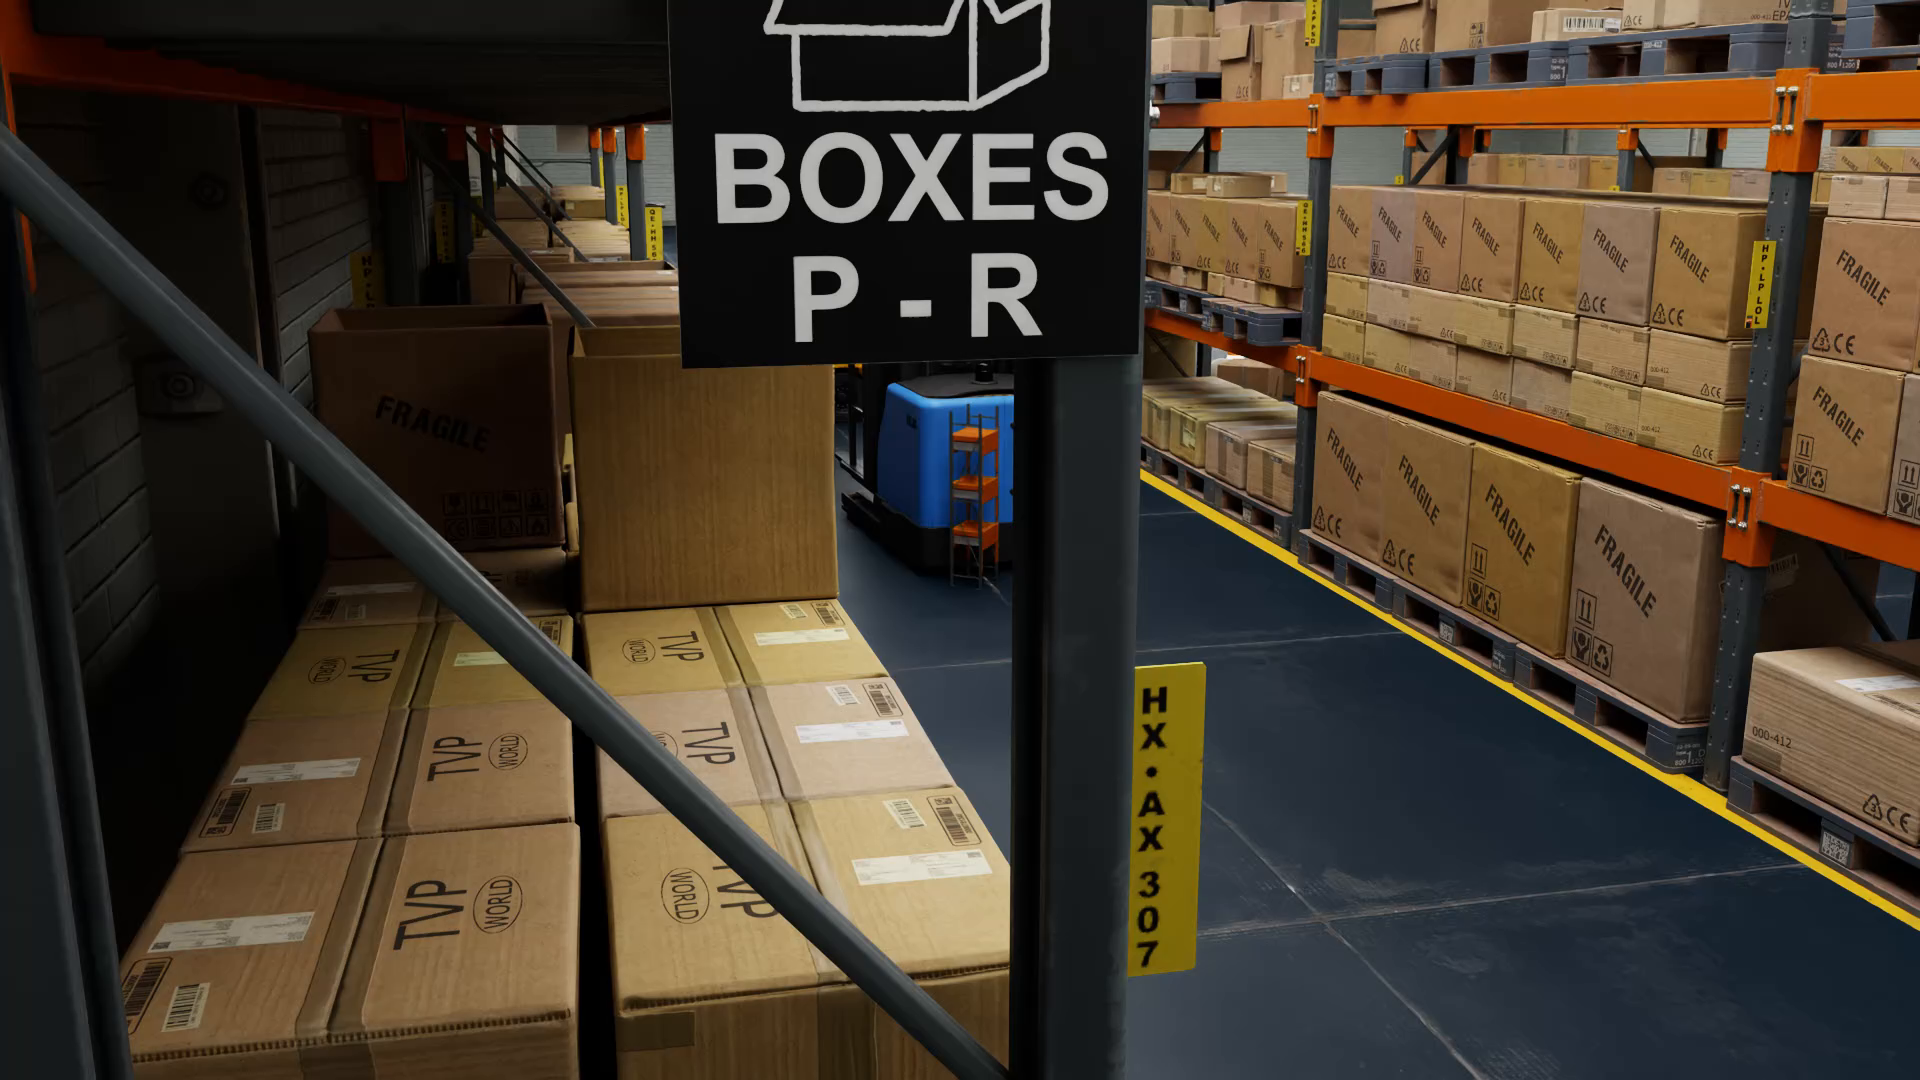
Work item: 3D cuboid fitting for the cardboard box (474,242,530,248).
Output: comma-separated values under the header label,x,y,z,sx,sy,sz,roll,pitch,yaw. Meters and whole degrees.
label,x,y,z,sx,sy,sz,roll,pitch,yaw
cardboard box,-2.787,-1.713,10.040,0.380,0.149,0.250,-4,14,-14

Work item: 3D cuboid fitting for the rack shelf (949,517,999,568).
label,x,y,z,sx,sy,sz,roll,pitch,yaw
rack shelf,0.085,0.026,9.803,0.215,0.259,0.240,7,17,24

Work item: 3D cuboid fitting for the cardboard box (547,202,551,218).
label,x,y,z,sx,sy,sz,roll,pitch,yaw
cardboard box,-4.148,-3.178,16.039,0.380,0.149,0.250,-3,14,-13

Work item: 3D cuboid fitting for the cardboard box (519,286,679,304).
label,x,y,z,sx,sy,sz,roll,pitch,yaw
cardboard box,-1.295,-0.689,6.330,0.700,0.500,0.500,-3,14,-13

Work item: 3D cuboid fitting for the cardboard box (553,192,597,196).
label,x,y,z,sx,sy,sz,roll,pitch,yaw
cardboard box,-3.322,-2.929,14.392,0.380,0.149,0.250,-3,14,-13

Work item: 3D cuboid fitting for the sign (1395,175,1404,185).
label,x,y,z,sx,sy,sz,roll,pitch,yaw
sign,4.975,-3.967,18.854,0.100,0.325,0.005,-3,14,-13

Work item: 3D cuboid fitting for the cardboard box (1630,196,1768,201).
label,x,y,z,sx,sy,sz,roll,pitch,yaw
cardboard box,3.461,-1.354,7.830,0.500,0.500,0.500,-4,14,-15

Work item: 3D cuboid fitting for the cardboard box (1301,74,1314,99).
label,x,y,z,sx,sy,sz,roll,pitch,yaw
cardboard box,2.329,-2.789,10.231,0.380,0.149,0.250,-3,14,-13

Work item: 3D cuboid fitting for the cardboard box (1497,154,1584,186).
label,x,y,z,sx,sy,sz,roll,pitch,yaw
cardboard box,6.035,-3.674,17.053,0.875,0.550,0.500,-3,14,-13

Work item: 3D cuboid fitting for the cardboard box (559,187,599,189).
label,x,y,z,sx,sy,sz,roll,pitch,yaw
cardboard box,-3.631,-3.284,15.845,0.380,0.149,0.250,-3,14,-12

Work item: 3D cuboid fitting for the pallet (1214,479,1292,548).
label,x,y,z,sx,sy,sz,roll,pitch,yaw
pallet,2.425,-0.219,11.377,1.003,0.211,1.213,-3,14,-13

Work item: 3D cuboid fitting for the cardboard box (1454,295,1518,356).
label,x,y,z,sx,sy,sz,roll,pitch,yaw
cardboard box,2.818,-1.079,8.288,0.500,0.250,0.500,-3,14,-12

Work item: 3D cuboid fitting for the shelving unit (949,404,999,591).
label,x,y,z,sx,sy,sz,roll,pitch,yaw
shelving unit,0.084,-0.252,9.726,0.215,1.050,0.252,7,17,24

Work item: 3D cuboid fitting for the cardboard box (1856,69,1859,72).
label,x,y,z,sx,sy,sz,roll,pitch,yaw
cardboard box,6.715,-3.836,12.681,0.500,0.500,0.500,-3,14,-13

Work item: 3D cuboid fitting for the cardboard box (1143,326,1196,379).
label,x,y,z,sx,sy,sz,roll,pitch,yaw
cardboard box,1.792,-1.699,14.891,0.500,0.500,0.500,-3,14,-11

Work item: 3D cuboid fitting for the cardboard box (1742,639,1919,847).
label,x,y,z,sx,sy,sz,roll,pitch,yaw
cardboard box,3.590,0.721,6.168,0.875,0.438,0.875,-3,14,-14

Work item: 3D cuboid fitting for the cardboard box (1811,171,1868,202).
label,x,y,z,sx,sy,sz,roll,pitch,yaw
cardboard box,6.936,-2.683,13.272,0.700,0.500,0.500,-3,14,-14

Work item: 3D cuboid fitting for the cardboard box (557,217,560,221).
label,x,y,z,sx,sy,sz,roll,pitch,yaw
cardboard box,-3.126,-2.608,13.705,0.380,0.149,0.250,-3,14,-13

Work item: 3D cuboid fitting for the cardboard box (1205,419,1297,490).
label,x,y,z,sx,sy,sz,roll,pitch,yaw
cardboard box,2.303,-0.621,11.801,0.950,0.372,0.625,-4,14,-14

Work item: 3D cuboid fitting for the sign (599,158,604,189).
label,x,y,z,sx,sy,sz,roll,pitch,yaw
sign,-3.565,-3.665,16.671,0.100,0.325,0.005,-3,14,-13

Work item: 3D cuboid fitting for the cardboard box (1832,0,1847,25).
label,x,y,z,sx,sy,sz,roll,pitch,yaw
cardboard box,3.769,-2.201,6.693,0.396,0.266,0.258,-3,14,-14

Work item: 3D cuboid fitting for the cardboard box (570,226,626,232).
label,x,y,z,sx,sy,sz,roll,pitch,yaw
cardboard box,-2.585,-2.164,11.887,0.380,0.149,0.250,-4,14,-15

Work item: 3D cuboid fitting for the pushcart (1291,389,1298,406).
label,x,y,z,sx,sy,sz,roll,pitch,yaw
pushcart,3.872,-1.180,14.963,1.648,0.377,0.936,-9,16,-33

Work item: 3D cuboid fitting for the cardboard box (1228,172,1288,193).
label,x,y,z,sx,sy,sz,roll,pitch,yaw
cardboard box,2.257,-2.714,12.625,0.380,0.149,0.250,-4,14,-16

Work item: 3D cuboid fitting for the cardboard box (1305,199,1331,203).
label,x,y,z,sx,sy,sz,roll,pitch,yaw
cardboard box,2.597,-2.026,11.179,0.500,0.500,0.500,-3,14,-10

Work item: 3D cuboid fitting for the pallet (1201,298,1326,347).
label,x,y,z,sx,sy,sz,roll,pitch,yaw
pallet,2.336,-1.458,10.979,1.213,0.211,1.003,-3,14,-13

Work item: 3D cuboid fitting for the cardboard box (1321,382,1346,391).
label,x,y,z,sx,sy,sz,roll,pitch,yaw
cardboard box,3.391,-1.575,14.726,0.500,0.500,0.500,-3,14,-13

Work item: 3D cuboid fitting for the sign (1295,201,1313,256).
label,x,y,z,sx,sy,sz,roll,pitch,yaw
sign,2.082,-1.884,10.047,0.100,0.325,0.005,-3,14,-13

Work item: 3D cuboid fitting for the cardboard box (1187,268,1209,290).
label,x,y,z,sx,sy,sz,roll,pitch,yaw
cardboard box,1.861,-1.890,11.989,0.380,0.149,0.250,-4,14,-15

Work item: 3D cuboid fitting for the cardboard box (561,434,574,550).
label,x,y,z,sx,sy,sz,roll,pitch,yaw
cardboard box,-0.921,-0.160,4.952,0.500,0.250,0.500,-3,14,-12

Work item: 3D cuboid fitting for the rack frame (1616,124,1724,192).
label,x,y,z,sx,sy,sz,roll,pitch,yaw
rack frame,6.456,-2.615,15.310,1.000,3.000,0.127,-3,14,-13

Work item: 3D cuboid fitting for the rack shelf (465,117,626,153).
label,x,y,z,sx,sy,sz,roll,pitch,yaw
rack shelf,-2.686,-2.684,10.790,1.077,0.370,4.000,-3,14,-13

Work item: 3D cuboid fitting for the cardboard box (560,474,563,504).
label,x,y,z,sx,sy,sz,roll,pitch,yaw
cardboard box,-1.299,-0.020,4.376,0.500,0.250,0.500,-3,14,-14

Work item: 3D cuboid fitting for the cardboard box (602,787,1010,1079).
label,x,y,z,sx,sy,sz,roll,pitch,yaw
cardboard box,-0.183,0.539,2.090,0.500,0.250,0.500,-3,14,-13

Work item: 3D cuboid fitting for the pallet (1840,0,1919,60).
label,x,y,z,sx,sy,sz,roll,pitch,yaw
pallet,3.729,-1.695,5.410,1.003,0.211,1.213,-3,14,-13

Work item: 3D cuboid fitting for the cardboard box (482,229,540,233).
label,x,y,z,sx,sy,sz,roll,pitch,yaw
cardboard box,-3.098,-2.070,11.501,0.380,0.149,0.250,-3,14,-13

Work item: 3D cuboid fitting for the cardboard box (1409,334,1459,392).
label,x,y,z,sx,sy,sz,roll,pitch,yaw
cardboard box,2.733,-0.954,8.829,0.500,0.250,0.500,-3,14,-11

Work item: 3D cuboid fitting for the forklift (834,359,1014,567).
label,x,y,z,sx,sy,sz,roll,pitch,yaw
forklift,-0.189,-1.565,11.159,1.130,2.935,3.031,-4,14,-17

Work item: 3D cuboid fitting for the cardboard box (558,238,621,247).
label,x,y,z,sx,sy,sz,roll,pitch,yaw
cardboard box,-2.316,-1.804,10.414,0.380,0.149,0.250,-3,14,-13

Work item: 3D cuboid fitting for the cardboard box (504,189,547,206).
label,x,y,z,sx,sy,sz,roll,pitch,yaw
cardboard box,-3.990,-3.140,15.255,0.380,0.149,0.250,-3,14,-11

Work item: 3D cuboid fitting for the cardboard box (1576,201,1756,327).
label,x,y,z,sx,sy,sz,roll,pitch,yaw
cardboard box,3.069,-1.212,7.252,0.500,0.500,0.500,-3,14,-12

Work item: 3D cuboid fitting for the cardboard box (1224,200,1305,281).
label,x,y,z,sx,sy,sz,roll,pitch,yaw
cardboard box,2.098,-1.998,11.062,0.500,0.500,0.500,-4,14,-14

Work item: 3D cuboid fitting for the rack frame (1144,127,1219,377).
label,x,y,z,sx,sy,sz,roll,pitch,yaw
rack frame,1.668,-2.316,14.085,1.000,3.000,0.127,-3,14,-13

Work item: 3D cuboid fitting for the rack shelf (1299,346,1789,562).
label,x,y,z,sx,sy,sz,roll,pitch,yaw
rack shelf,3.077,-0.582,8.505,1.077,0.370,4.000,-3,14,-13

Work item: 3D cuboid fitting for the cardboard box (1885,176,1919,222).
label,x,y,z,sx,sy,sz,roll,pitch,yaw
cardboard box,3.444,-1.174,5.728,0.380,0.149,0.250,-3,14,-12

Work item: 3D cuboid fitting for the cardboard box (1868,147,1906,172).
label,x,y,z,sx,sy,sz,roll,pitch,yaw
cardboard box,10.455,-4.096,18.430,0.500,0.500,0.500,-3,14,-13

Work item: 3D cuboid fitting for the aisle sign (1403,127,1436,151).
label,x,y,z,sx,sy,sz,roll,pitch,yaw
aisle sign,5.208,-4.800,18.777,0.394,0.787,0.004,-3,14,-13

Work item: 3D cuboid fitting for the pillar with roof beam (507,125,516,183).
label,x,y,z,sx,sy,sz,roll,pitch,yaw
pillar with roof beam,-6.260,-11.441,38.795,9.100,9.000,0.400,-3,14,-13
